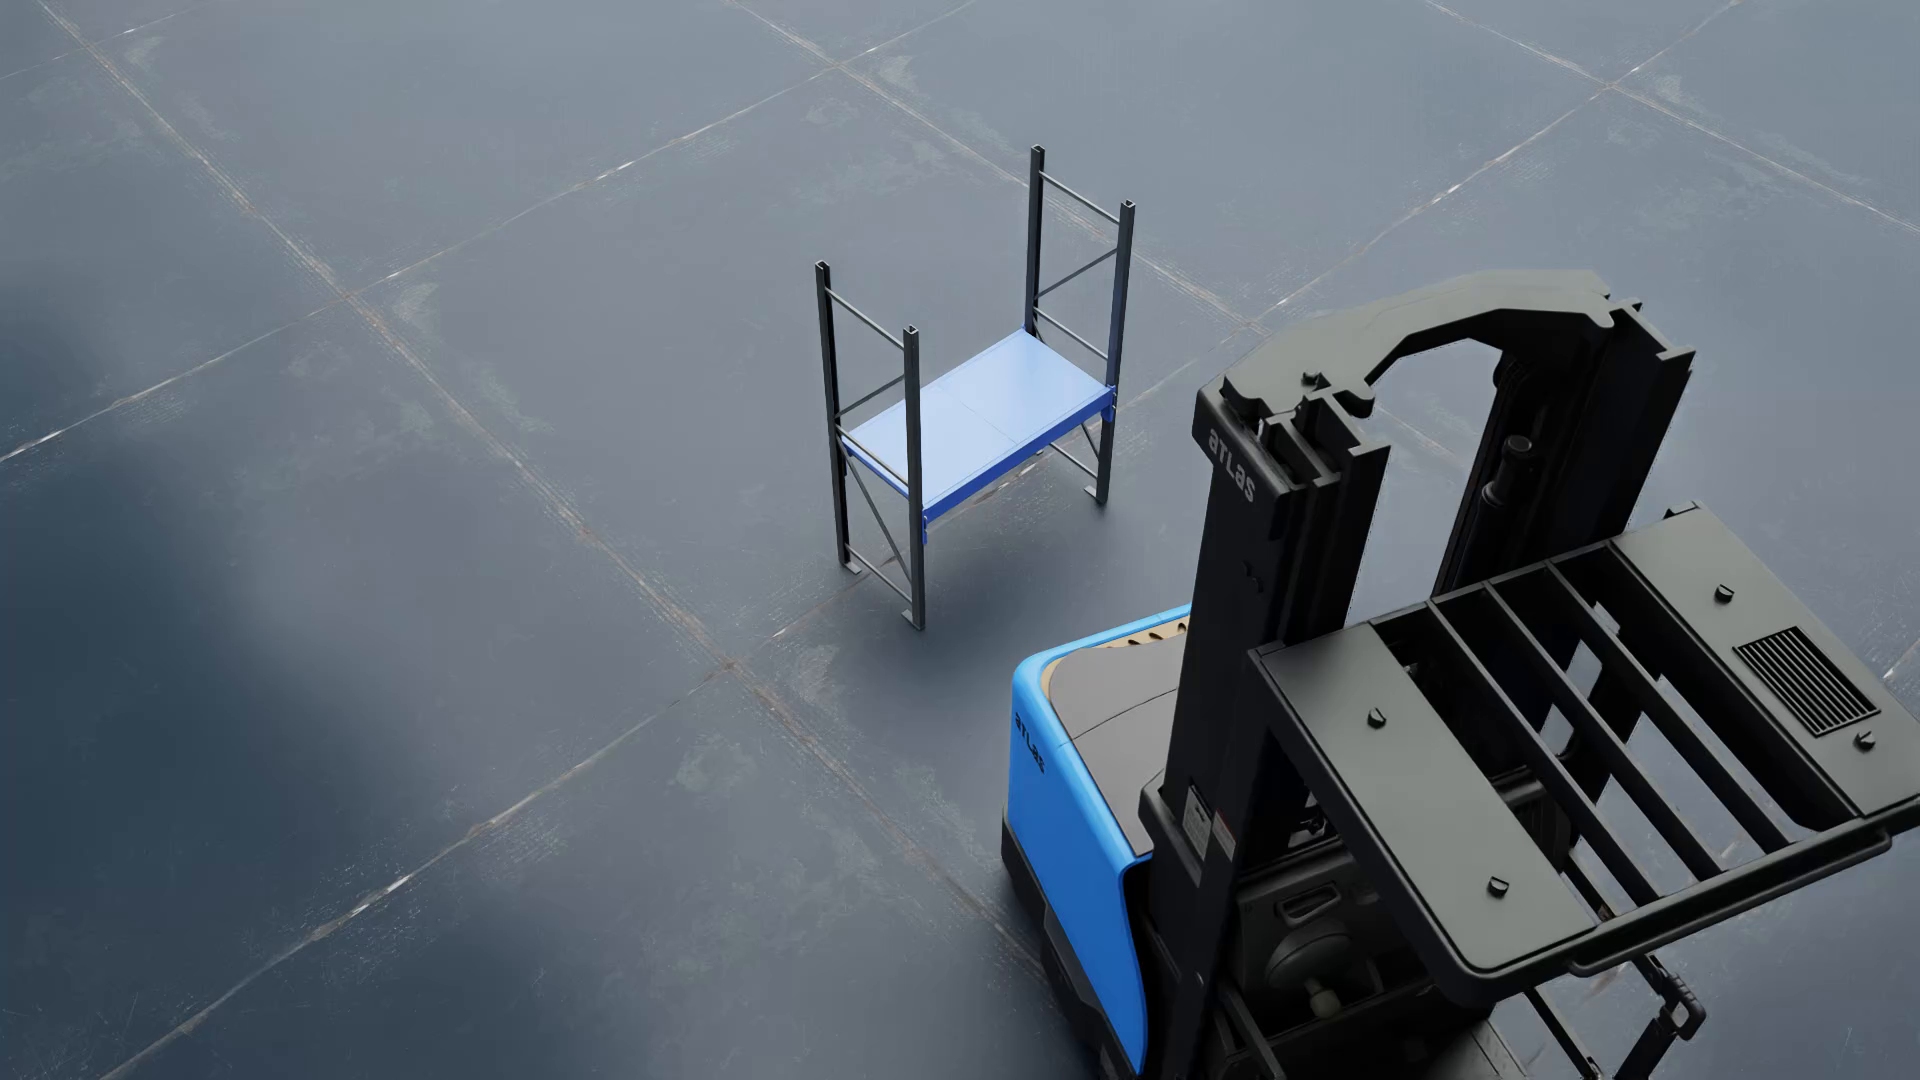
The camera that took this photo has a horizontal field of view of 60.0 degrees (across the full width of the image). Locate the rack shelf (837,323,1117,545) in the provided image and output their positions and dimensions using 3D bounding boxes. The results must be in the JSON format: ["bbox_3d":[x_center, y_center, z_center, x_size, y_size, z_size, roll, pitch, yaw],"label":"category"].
[{"bbox_3d":[0.063,-0.429,6.423,1.000,0.185,0.538,-34,56,-27],"label":"rack shelf"}]

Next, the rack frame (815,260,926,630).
[{"bbox_3d":[-0.313,-0.299,6.059,0.032,1.500,0.500,-34,56,-27],"label":"rack frame"}]

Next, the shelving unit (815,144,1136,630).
[{"bbox_3d":[0.063,-0.551,6.291,1.048,1.500,0.538,-34,56,-27],"label":"shelving unit"}]

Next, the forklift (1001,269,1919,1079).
[{"bbox_3d":[1.172,0.967,3.917,1.130,2.935,3.031,-17,50,-15],"label":"forklift"}]

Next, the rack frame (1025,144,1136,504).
[{"bbox_3d":[0.439,-0.802,6.523,0.032,1.500,0.500,-34,56,-27],"label":"rack frame"}]
